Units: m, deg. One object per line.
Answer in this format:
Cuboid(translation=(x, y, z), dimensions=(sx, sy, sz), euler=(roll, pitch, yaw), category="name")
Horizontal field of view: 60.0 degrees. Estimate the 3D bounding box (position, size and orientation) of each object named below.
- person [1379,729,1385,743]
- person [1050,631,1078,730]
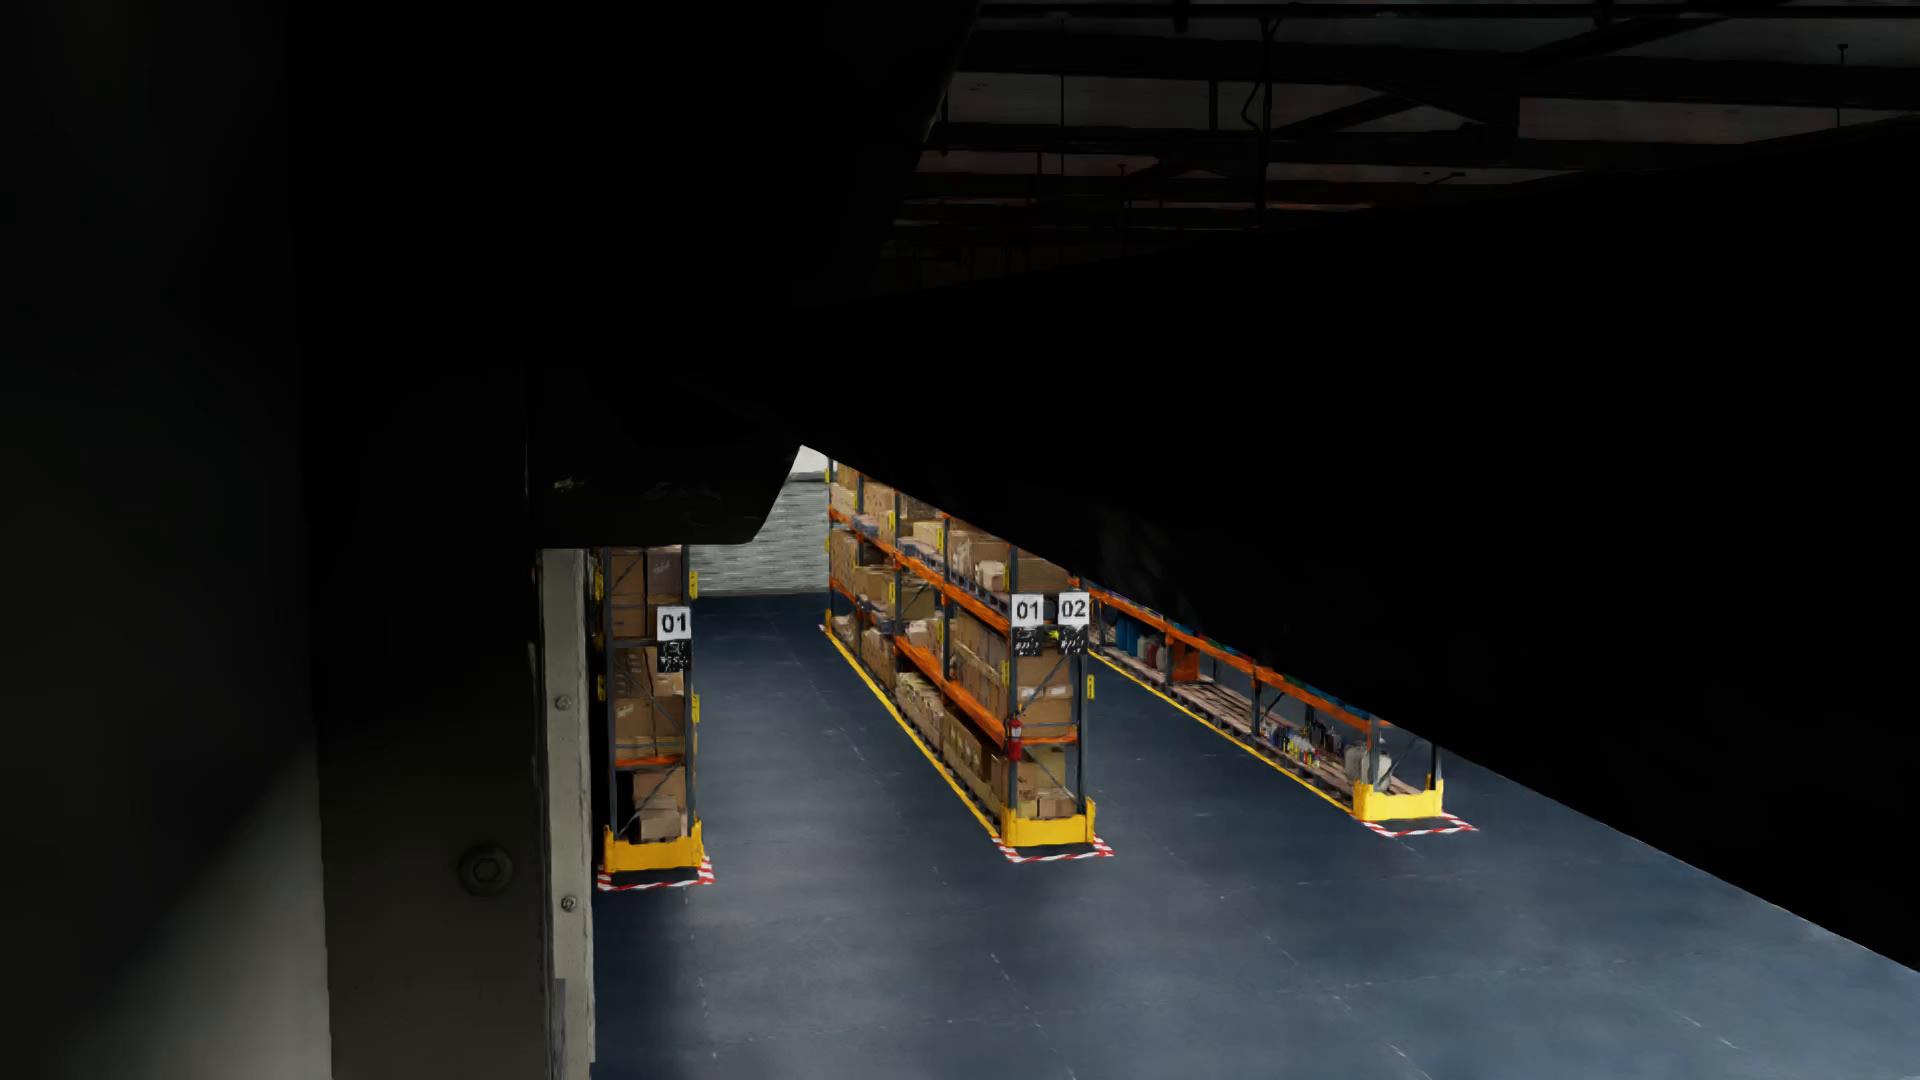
Cuboid(translation=(6.643, 2.382, 26.524), dimensions=(0.446, 1.591, 1.110), euler=(-2, 7, -15), category="person")
Cuboid(translation=(1.491, 2.263, 27.161), dimensions=(0.710, 1.703, 0.836), euler=(-4, 8, -28), category="person")
